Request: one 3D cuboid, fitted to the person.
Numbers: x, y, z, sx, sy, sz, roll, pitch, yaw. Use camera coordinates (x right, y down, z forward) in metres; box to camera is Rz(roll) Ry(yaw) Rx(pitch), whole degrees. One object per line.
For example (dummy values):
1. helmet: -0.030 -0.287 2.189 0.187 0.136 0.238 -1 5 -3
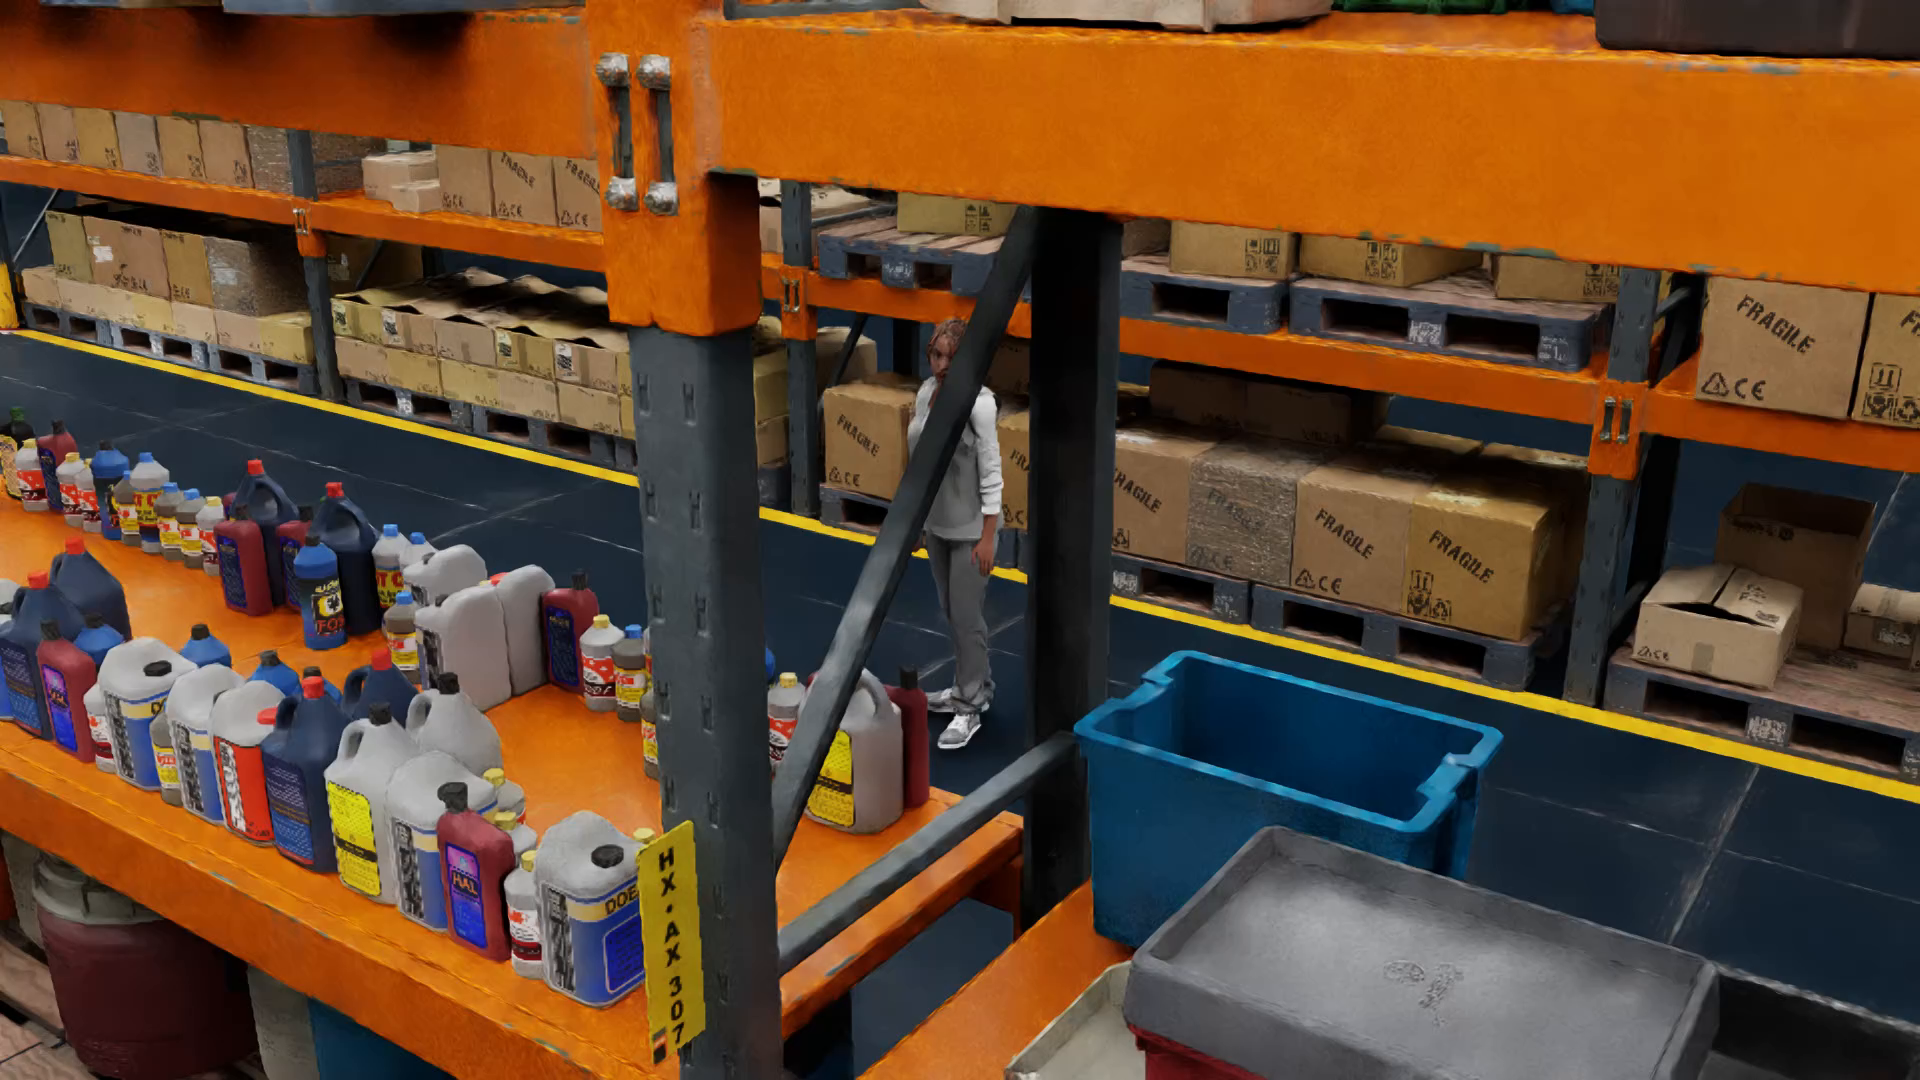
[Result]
1. person: -0.013 -0.038 6.134 0.361 1.600 0.434 -13 24 -31
